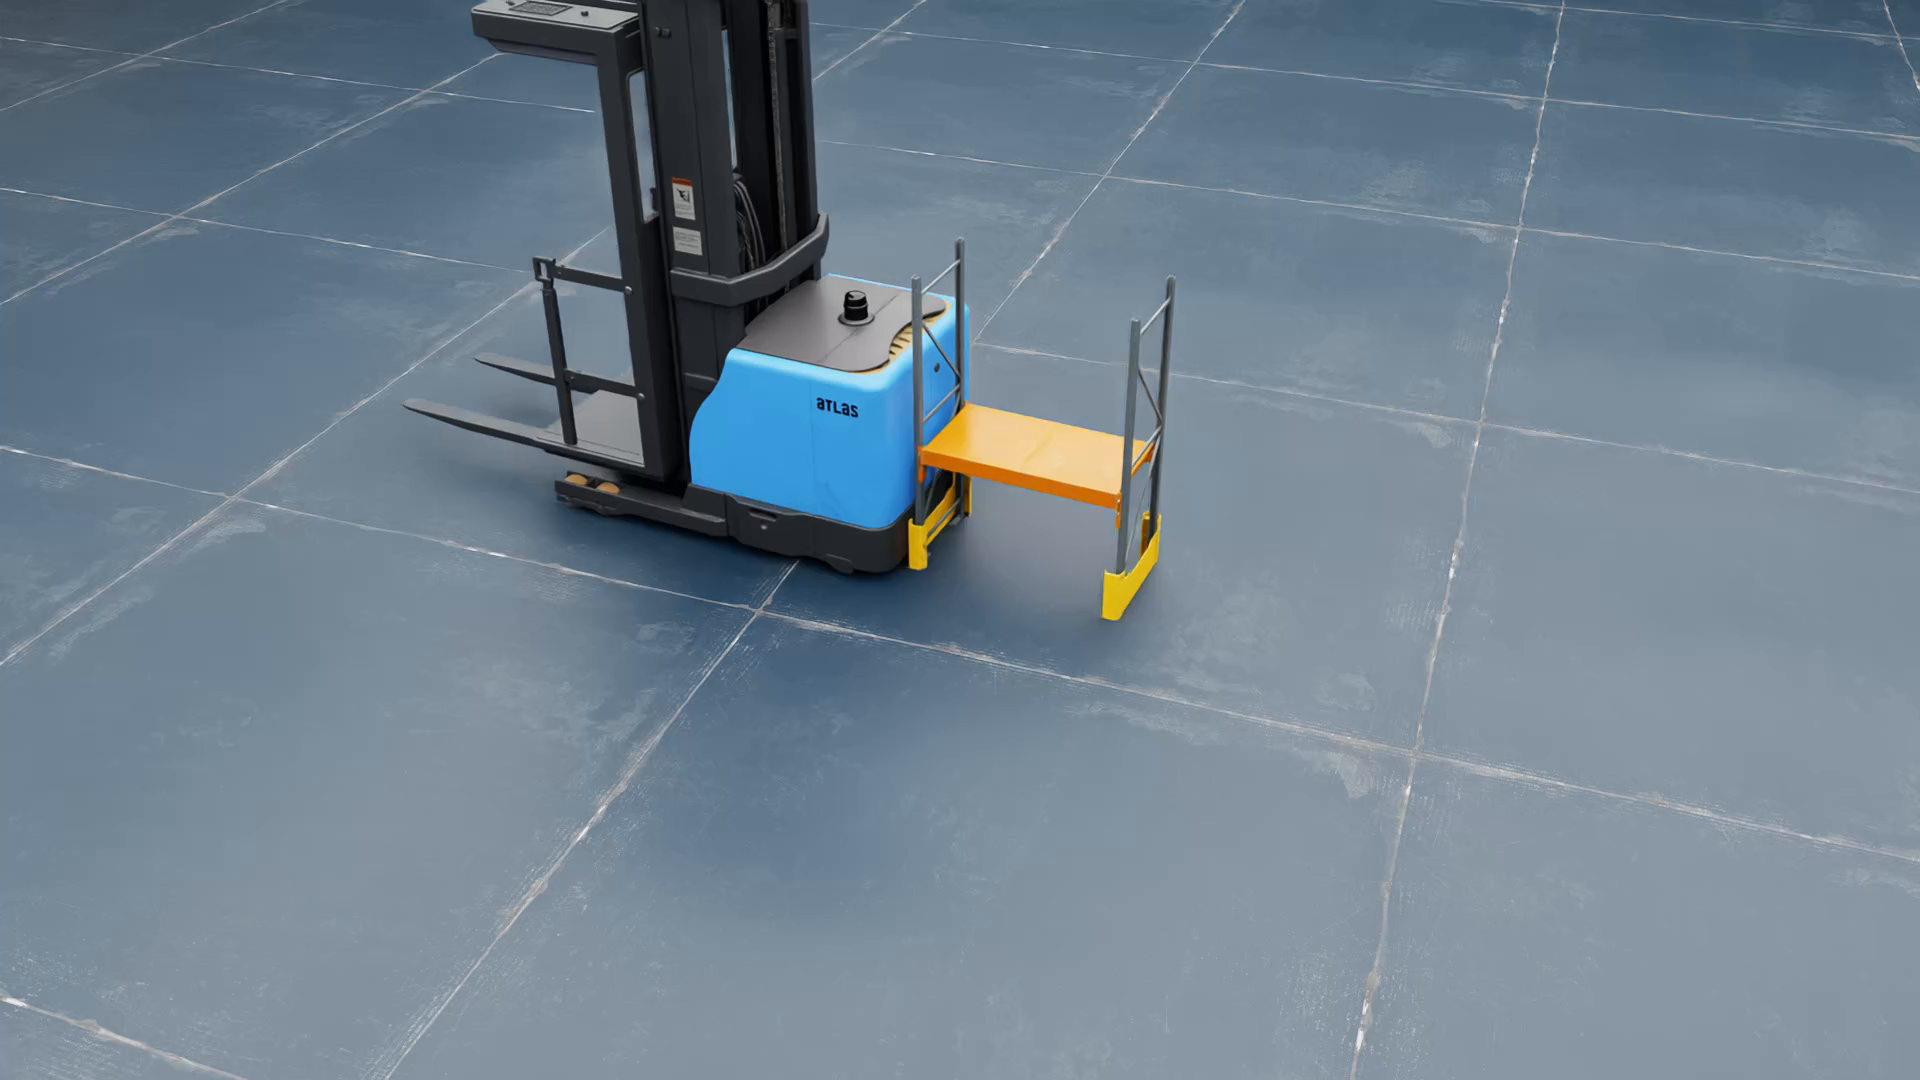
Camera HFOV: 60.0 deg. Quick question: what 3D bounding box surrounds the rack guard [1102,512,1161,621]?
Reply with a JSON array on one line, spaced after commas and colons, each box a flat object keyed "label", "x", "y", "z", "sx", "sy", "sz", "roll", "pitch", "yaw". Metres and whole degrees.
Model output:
[{"label": "rack guard", "x": 0.810, "y": 0.119, "z": 7.836, "sx": 0.087, "sy": 0.250, "sz": 0.587, "roll": 14, "pitch": 35, "yaw": 21}]

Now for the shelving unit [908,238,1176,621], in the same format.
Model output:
[{"label": "shelving unit", "x": 0.358, "y": -0.519, "z": 7.672, "sx": 1.083, "sy": 1.500, "sz": 0.587, "roll": 14, "pitch": 35, "yaw": 21}]

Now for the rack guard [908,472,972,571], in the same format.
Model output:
[{"label": "rack guard", "x": -0.095, "y": -0.107, "z": 8.186, "sx": 0.087, "sy": 0.250, "sz": 0.587, "roll": 14, "pitch": 35, "yaw": 21}]

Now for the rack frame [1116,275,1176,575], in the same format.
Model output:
[{"label": "rack frame", "x": 0.827, "y": -0.402, "z": 7.490, "sx": 0.032, "sy": 1.500, "sz": 0.500, "roll": 14, "pitch": 35, "yaw": 21}]

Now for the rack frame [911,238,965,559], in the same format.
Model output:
[{"label": "rack frame", "x": -0.096, "y": -0.633, "z": 7.847, "sx": 0.032, "sy": 1.500, "sz": 0.500, "roll": 14, "pitch": 35, "yaw": 21}]

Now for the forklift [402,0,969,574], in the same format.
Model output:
[{"label": "forklift", "x": -1.502, "y": -1.598, "z": 8.023, "sx": 3.031, "sy": 2.935, "sz": 1.130, "roll": 14, "pitch": 35, "yaw": 21}]

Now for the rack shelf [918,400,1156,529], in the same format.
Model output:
[{"label": "rack shelf", "x": 0.366, "y": -0.366, "z": 7.766, "sx": 1.000, "sy": 0.185, "sz": 0.538, "roll": 14, "pitch": 35, "yaw": 21}]
